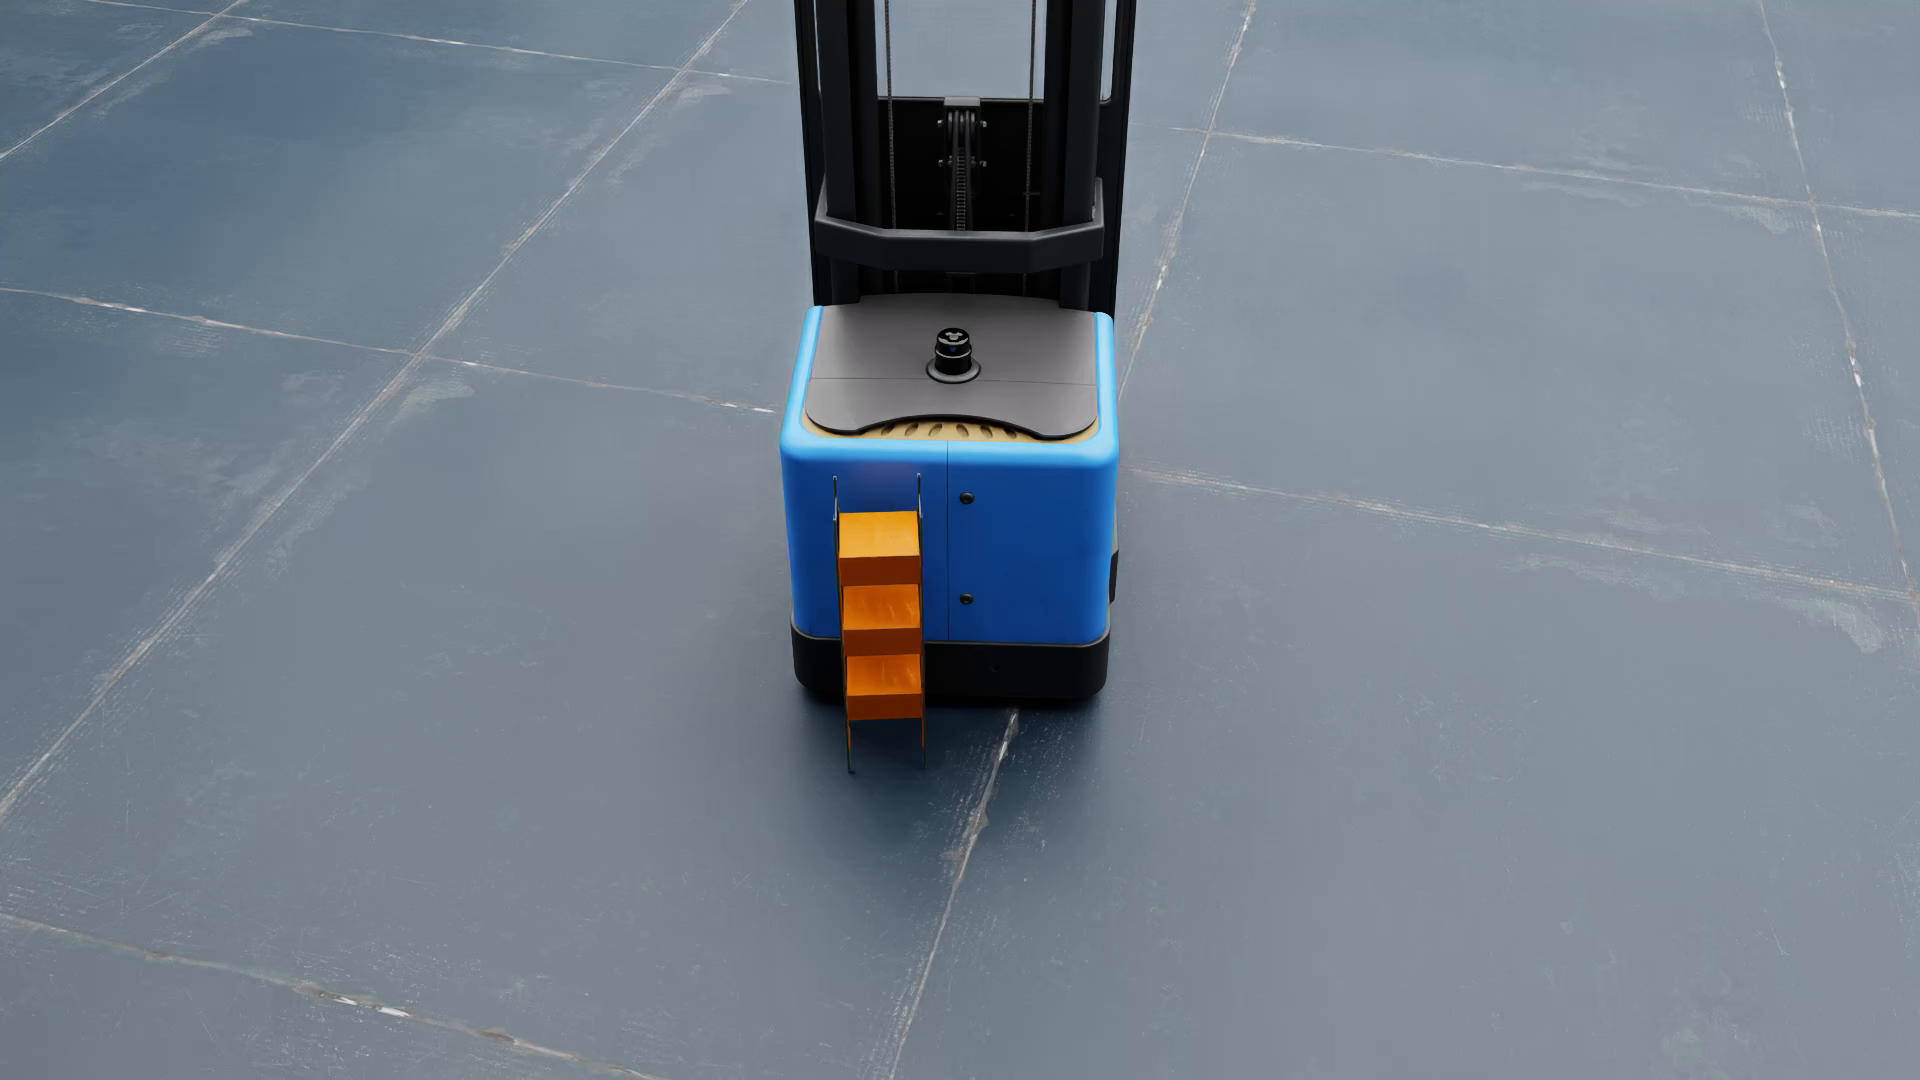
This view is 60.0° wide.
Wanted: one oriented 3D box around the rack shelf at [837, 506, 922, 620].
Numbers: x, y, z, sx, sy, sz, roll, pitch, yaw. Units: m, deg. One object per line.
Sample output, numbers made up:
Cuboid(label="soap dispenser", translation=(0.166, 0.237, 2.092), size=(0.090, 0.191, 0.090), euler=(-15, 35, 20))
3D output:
Cuboid(label="rack shelf", translation=(-0.238, 0.068, 4.928), size=(0.240, 0.259, 0.215), euler=(-2, 40, -2))

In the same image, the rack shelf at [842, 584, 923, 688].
Cuboid(label="rack shelf", translation=(-0.239, 0.285, 5.110), size=(0.240, 0.259, 0.215), euler=(-2, 40, -2))

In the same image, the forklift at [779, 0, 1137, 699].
Cuboid(label="forklift", translation=(0.027, -1.524, 5.785), size=(1.130, 2.935, 3.031), euler=(2, 40, 2))

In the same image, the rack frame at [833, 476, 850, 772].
Cuboid(label="rack frame", translation=(-0.361, 0.281, 5.098), size=(0.008, 1.050, 0.200), euler=(-2, 40, -2))

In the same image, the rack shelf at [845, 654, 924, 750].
Cuboid(label="rack shelf", translation=(-0.240, 0.498, 5.289), size=(0.240, 0.259, 0.215), euler=(-2, 40, -2))

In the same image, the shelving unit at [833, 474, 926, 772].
Cuboid(label="shelving unit", translation=(-0.239, 0.277, 5.103), size=(0.252, 1.050, 0.215), euler=(-2, 40, -2))

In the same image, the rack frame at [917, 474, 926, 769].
Cuboid(label="rack frame", translation=(-0.117, 0.273, 5.109), size=(0.008, 1.050, 0.200), euler=(-2, 40, -2))
